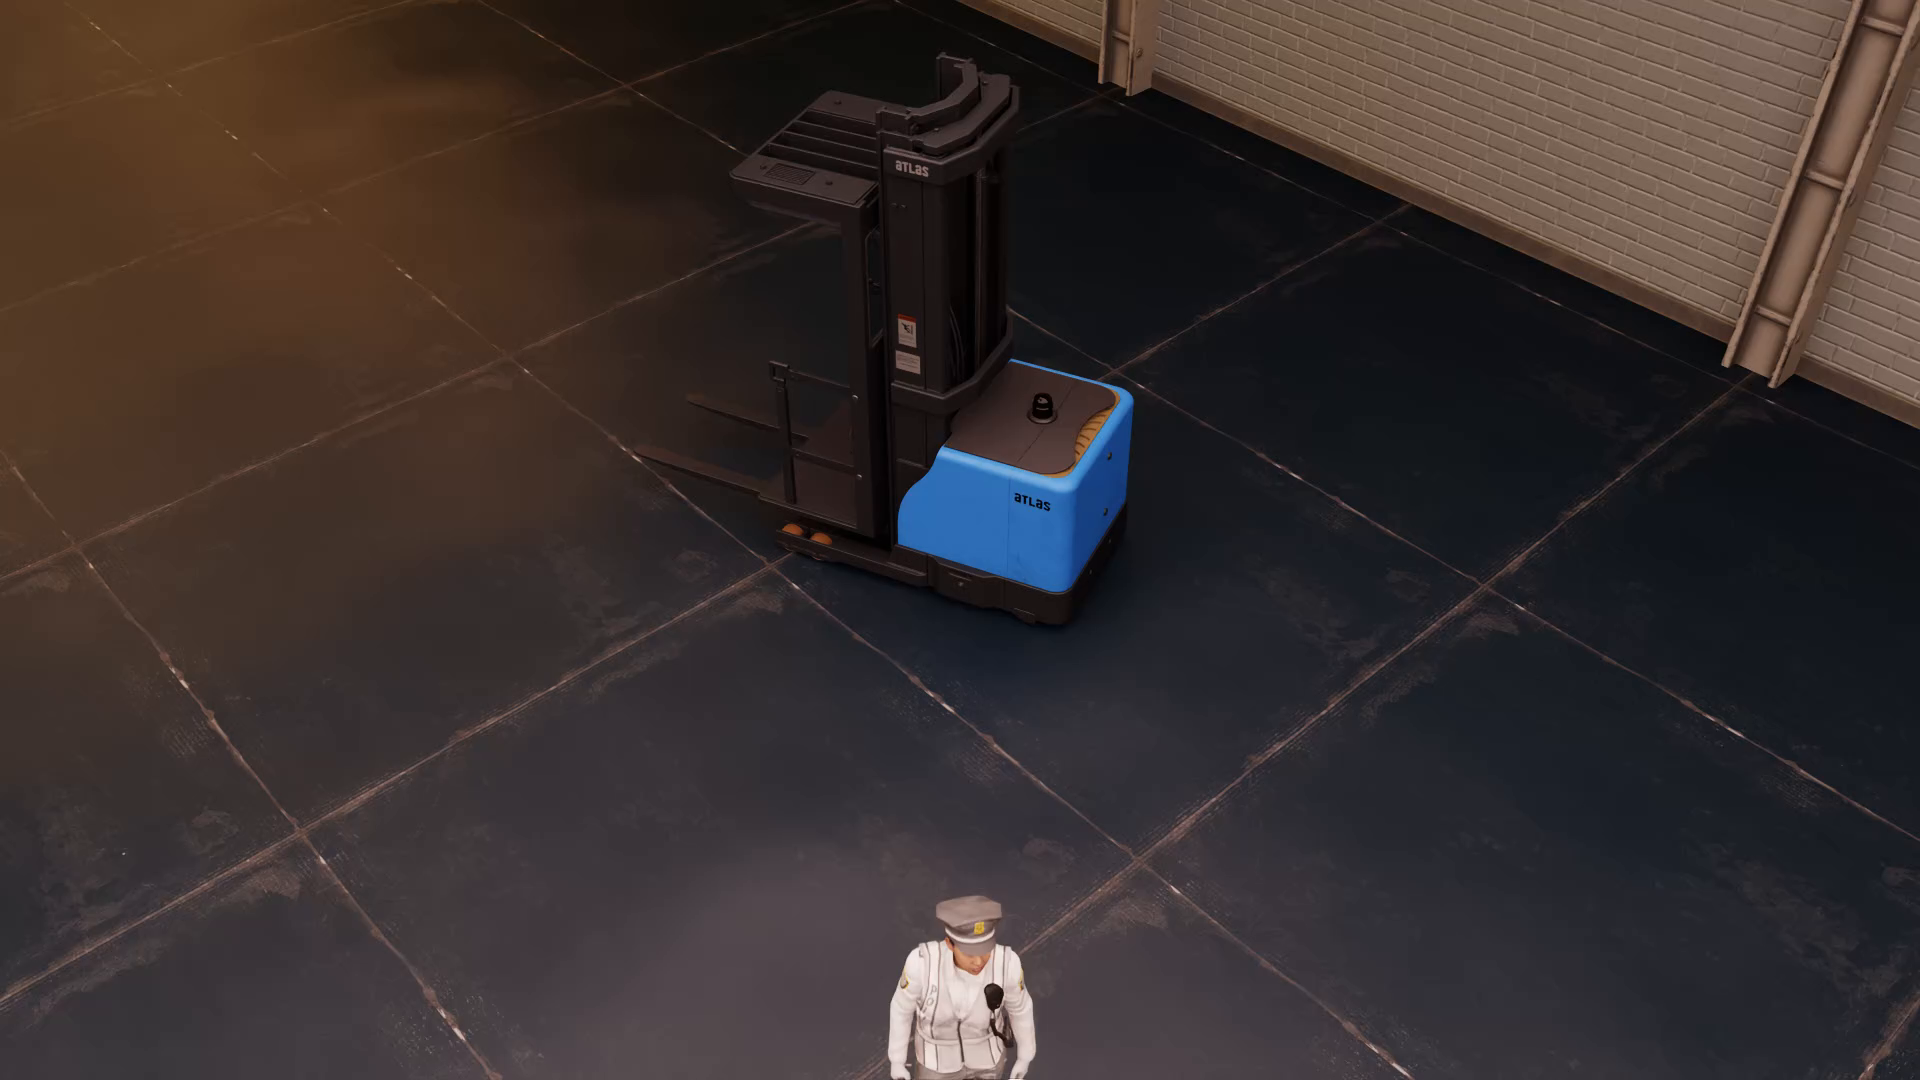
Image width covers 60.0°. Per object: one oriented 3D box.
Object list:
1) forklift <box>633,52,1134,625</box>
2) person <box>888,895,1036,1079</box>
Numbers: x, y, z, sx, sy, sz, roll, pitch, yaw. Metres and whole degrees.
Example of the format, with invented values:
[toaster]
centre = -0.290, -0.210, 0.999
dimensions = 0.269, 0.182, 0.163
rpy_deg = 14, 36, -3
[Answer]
[forklift]
centre = -0.550, -1.280, 9.391
dimensions = 3.031, 2.935, 1.130
rpy_deg = 17, 44, 19
[person]
centre = 0.009, 2.048, 6.471
dimensions = 0.586, 1.695, 0.533
rpy_deg = -3, 41, -4
